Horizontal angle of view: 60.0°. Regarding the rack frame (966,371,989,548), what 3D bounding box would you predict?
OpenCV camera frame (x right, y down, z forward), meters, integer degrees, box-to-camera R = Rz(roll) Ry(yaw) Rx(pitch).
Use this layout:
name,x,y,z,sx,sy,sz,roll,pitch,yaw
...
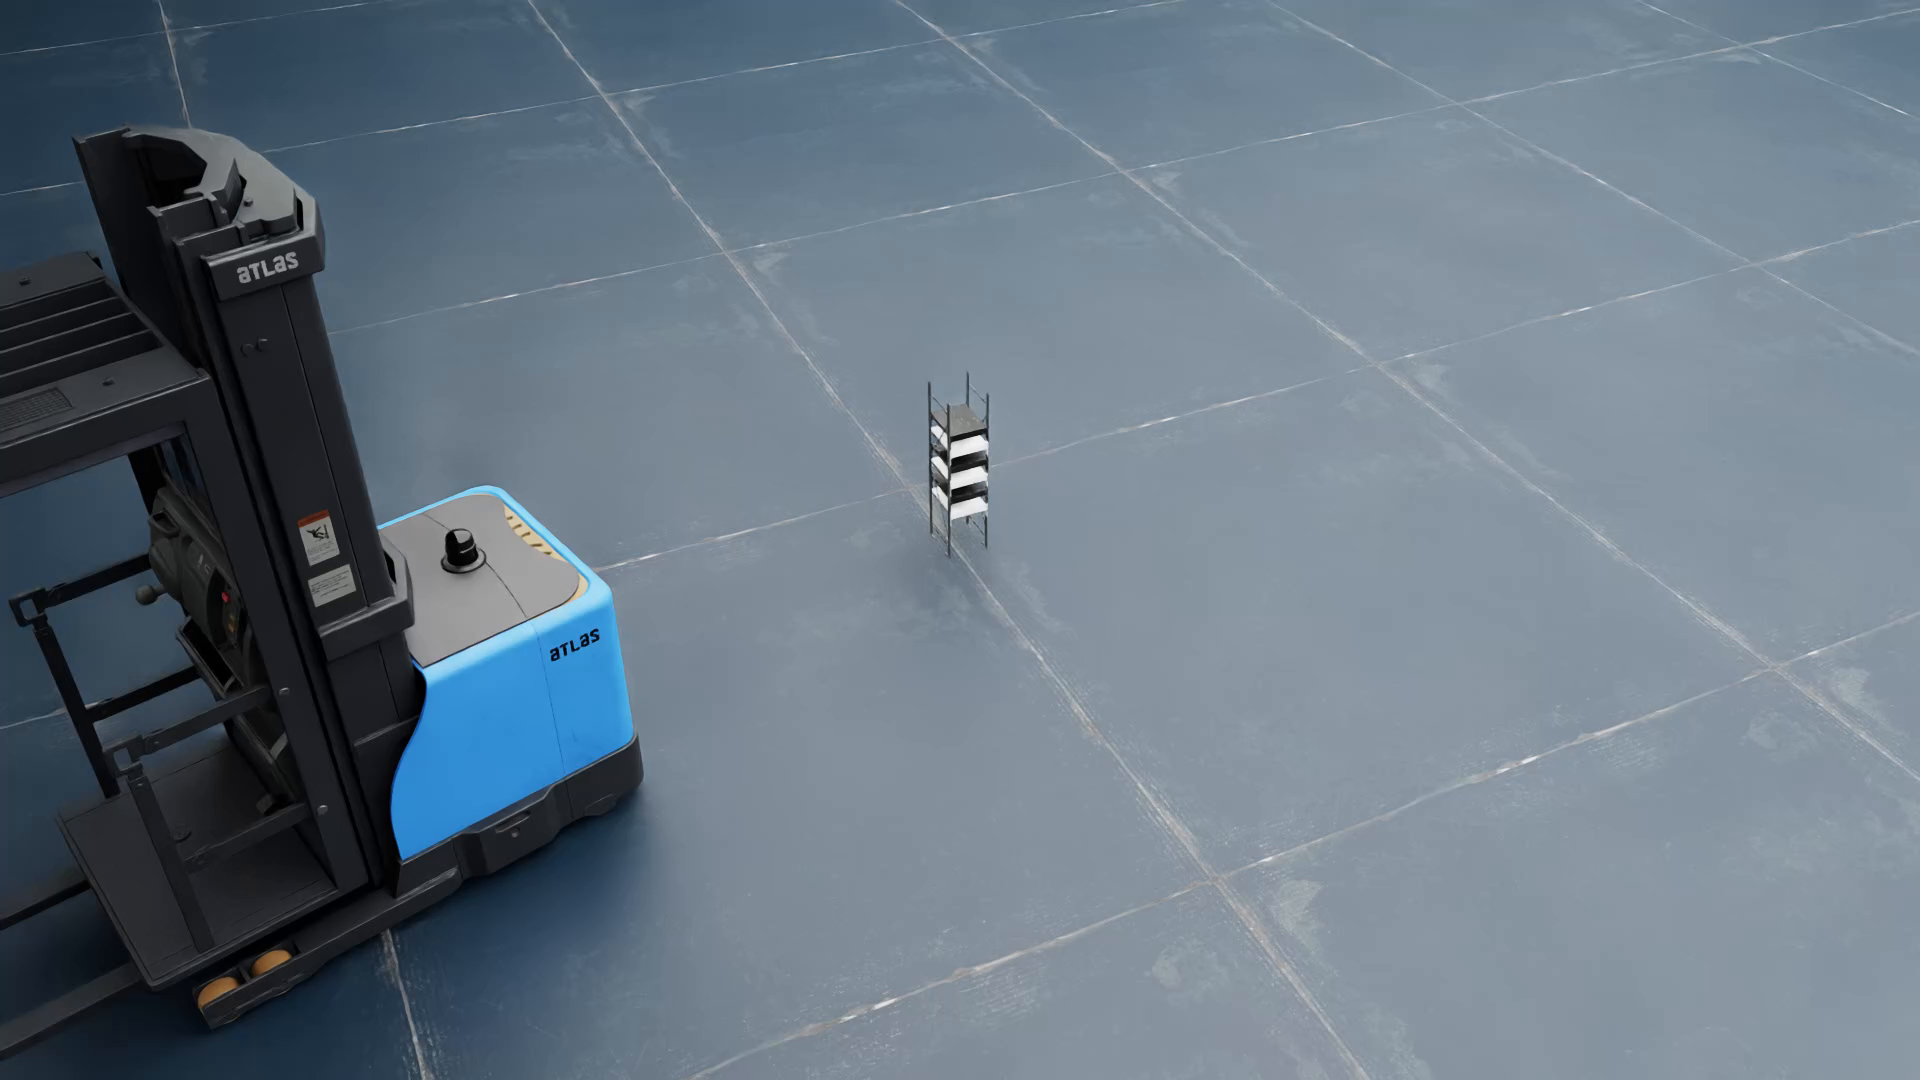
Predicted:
name,x,y,z,sx,sy,sz,roll,pitch,yaw
rack frame,0.085,-0.385,8.157,0.006,0.900,0.240,-16,39,-20

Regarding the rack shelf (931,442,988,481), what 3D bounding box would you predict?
name,x,y,z,sx,sy,sz,roll,pitch,yaw
rack shelf,-0.007,-0.405,8.088,0.200,0.077,0.258,-16,39,-20

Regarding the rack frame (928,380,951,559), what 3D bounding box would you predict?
name,x,y,z,sx,sy,sz,roll,pitch,yaw
rack frame,-0.099,-0.334,8.088,0.006,0.900,0.240,-16,39,-20

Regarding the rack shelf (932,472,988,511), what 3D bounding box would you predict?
name,x,y,z,sx,sy,sz,roll,pitch,yaw
rack shelf,-0.007,-0.260,8.196,0.200,0.077,0.258,-16,39,-20

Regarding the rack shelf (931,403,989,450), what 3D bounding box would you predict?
name,x,y,z,sx,sy,sz,roll,pitch,yaw
rack shelf,-0.007,-0.549,7.981,0.200,0.077,0.258,-16,39,-20

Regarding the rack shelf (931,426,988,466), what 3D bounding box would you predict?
name,x,y,z,sx,sy,sz,roll,pitch,yaw
rack shelf,-0.007,-0.477,8.035,0.200,0.077,0.258,-16,39,-20

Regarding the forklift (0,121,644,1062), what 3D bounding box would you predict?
name,x,y,z,sx,sy,sz,roll,pitch,yaw
forklift,-2.771,0.220,5.636,3.031,2.935,1.130,-27,44,-31

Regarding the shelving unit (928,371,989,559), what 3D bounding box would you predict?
name,x,y,z,sx,sy,sz,roll,pitch,yaw
shelving unit,-0.007,-0.359,8.122,0.210,0.900,0.258,-16,39,-20

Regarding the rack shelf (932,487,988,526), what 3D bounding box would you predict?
name,x,y,z,sx,sy,sz,roll,pitch,yaw
rack shelf,-0.007,-0.188,8.249,0.200,0.077,0.258,-16,39,-20

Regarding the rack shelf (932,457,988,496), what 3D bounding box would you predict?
name,x,y,z,sx,sy,sz,roll,pitch,yaw
rack shelf,-0.007,-0.333,8.142,0.200,0.077,0.258,-16,39,-20
